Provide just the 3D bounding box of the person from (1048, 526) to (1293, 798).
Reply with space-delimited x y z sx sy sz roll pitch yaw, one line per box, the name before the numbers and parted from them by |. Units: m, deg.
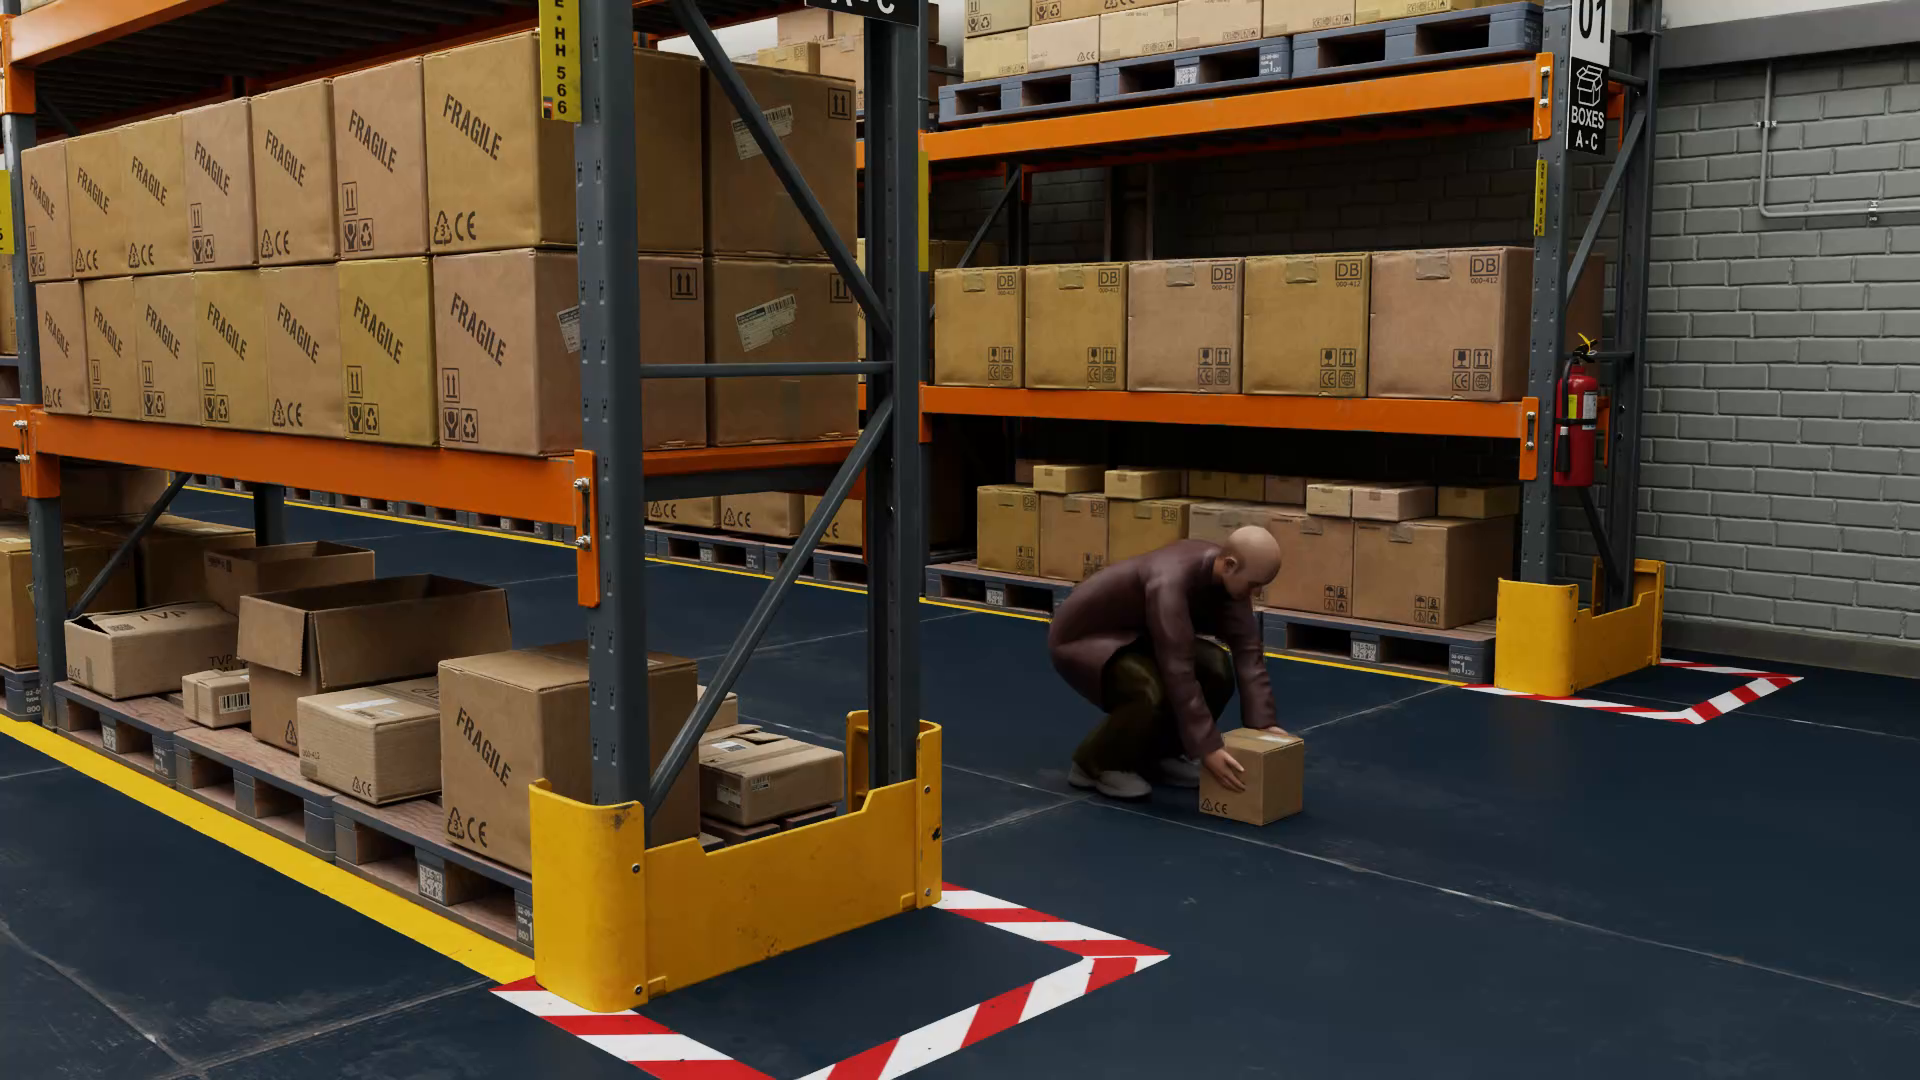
person | 0.724 0.411 5.821 0.900 0.961 0.609 7 9 43
